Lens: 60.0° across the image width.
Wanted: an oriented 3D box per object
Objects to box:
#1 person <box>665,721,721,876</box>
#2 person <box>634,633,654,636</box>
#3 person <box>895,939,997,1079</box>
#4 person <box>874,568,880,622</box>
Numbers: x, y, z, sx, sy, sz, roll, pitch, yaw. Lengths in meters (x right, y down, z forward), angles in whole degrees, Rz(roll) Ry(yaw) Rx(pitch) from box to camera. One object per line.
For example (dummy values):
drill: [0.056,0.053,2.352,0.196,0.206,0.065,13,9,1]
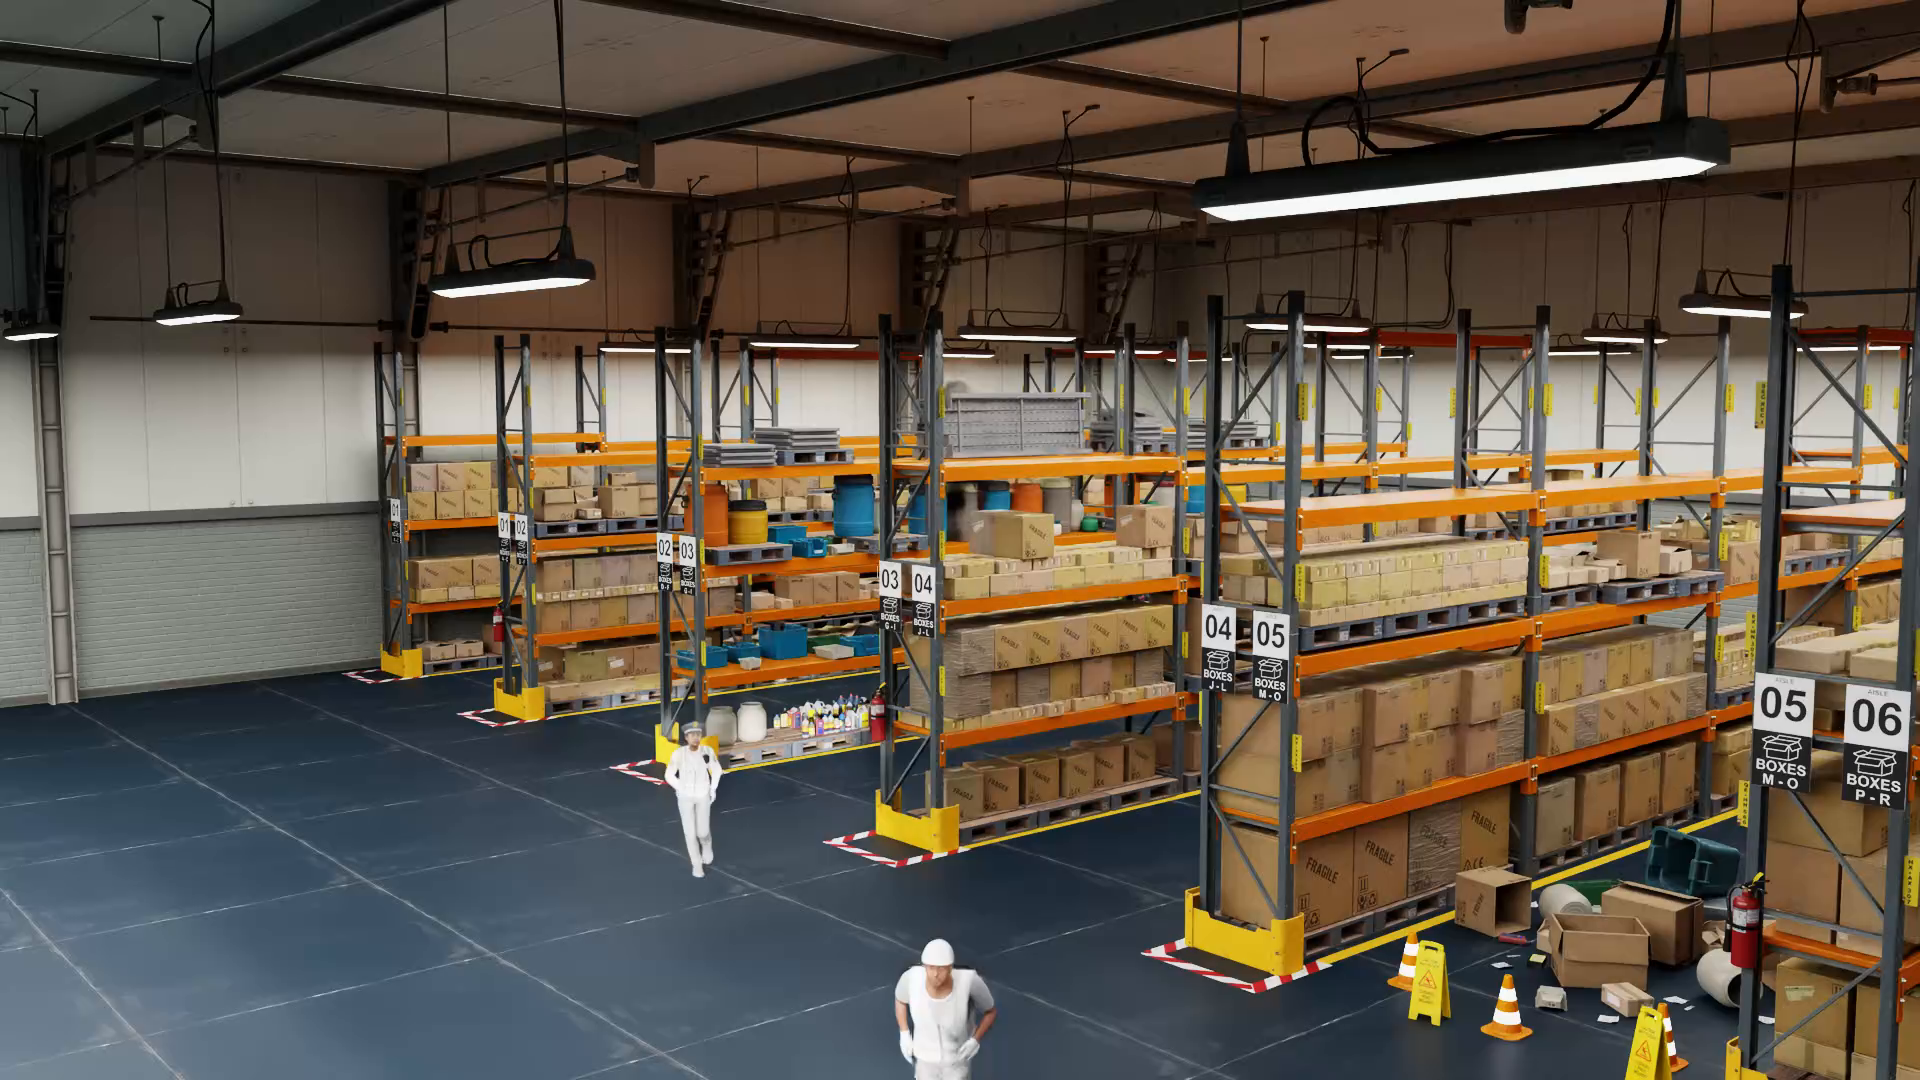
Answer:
person: [-2.819,2.740,17.621,0.602,1.667,0.546,-1,5,-11]
person: [-5.670,1.566,30.074,0.669,1.733,0.760,4,7,37]
person: [-0.091,3.351,10.833,0.680,1.714,0.868,0,5,5]
person: [-1.490,1.333,33.364,0.820,1.607,0.525,-4,7,-38]
